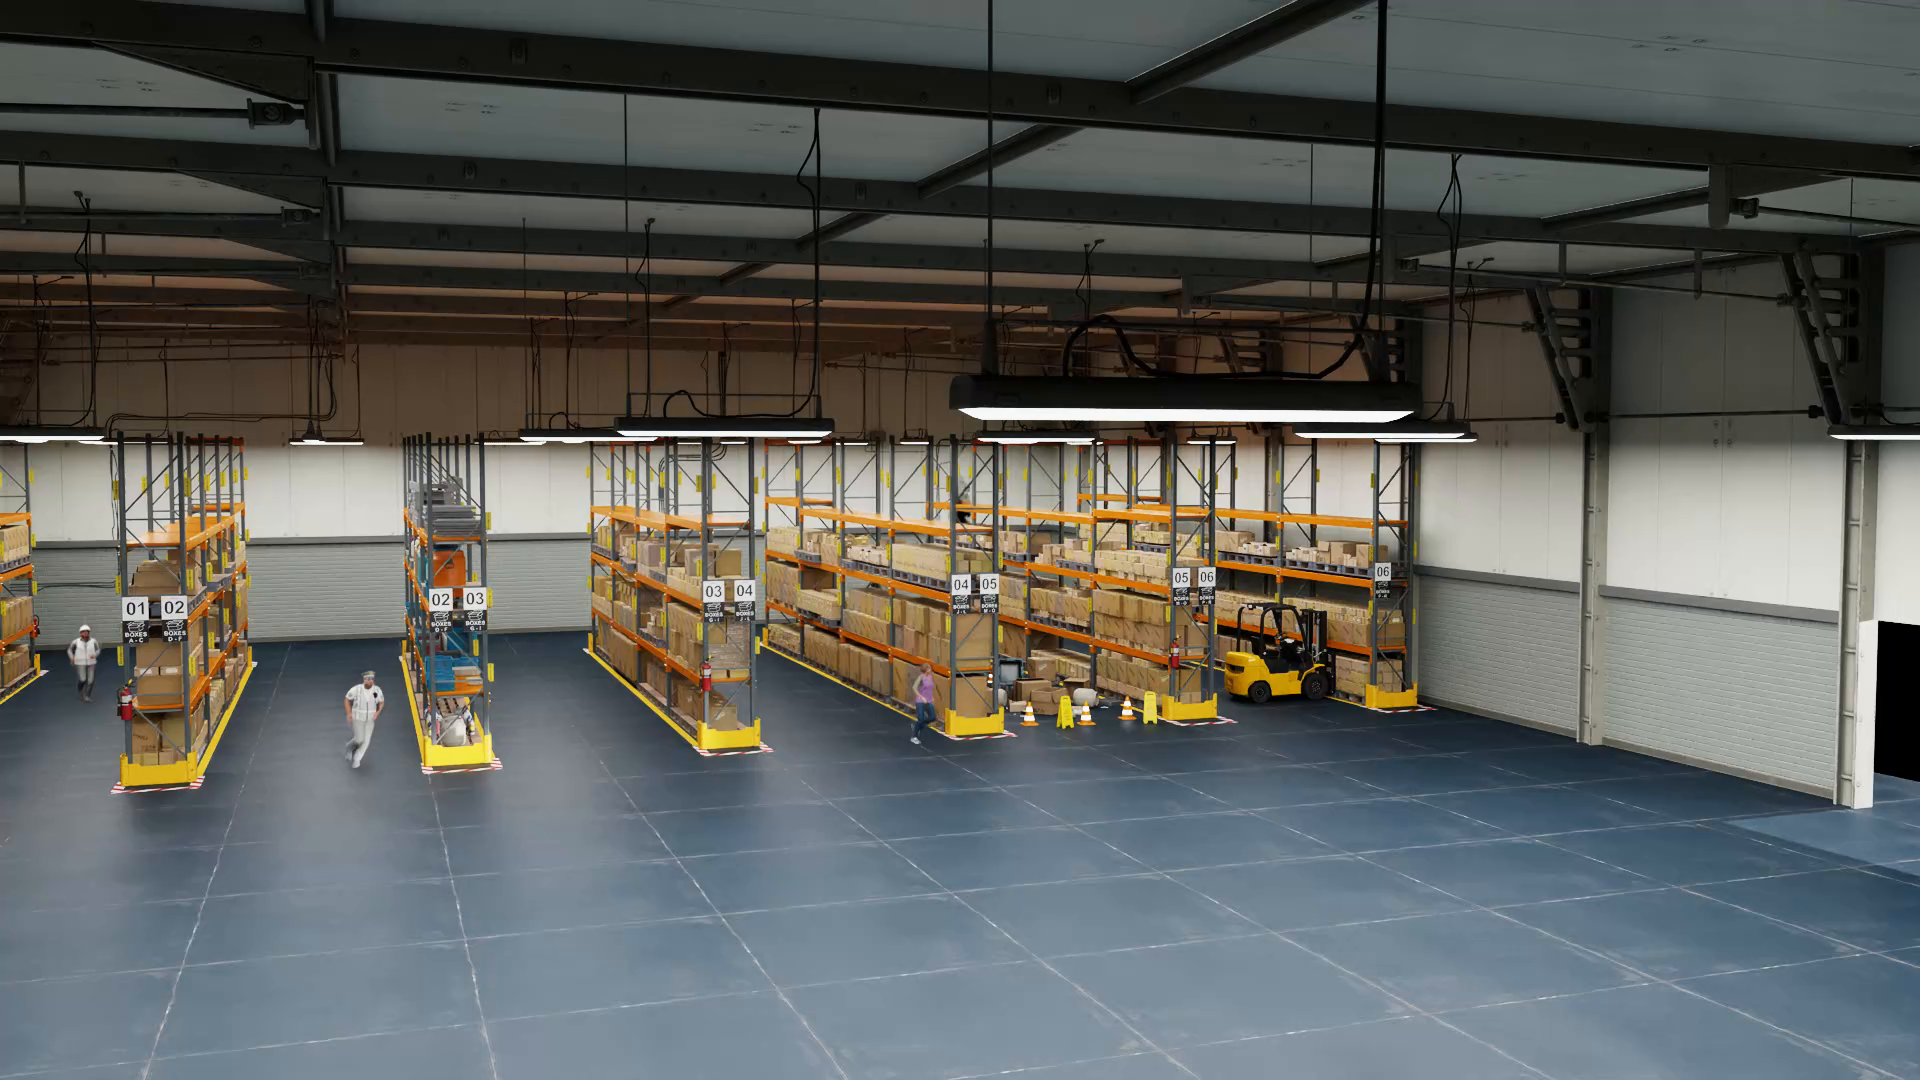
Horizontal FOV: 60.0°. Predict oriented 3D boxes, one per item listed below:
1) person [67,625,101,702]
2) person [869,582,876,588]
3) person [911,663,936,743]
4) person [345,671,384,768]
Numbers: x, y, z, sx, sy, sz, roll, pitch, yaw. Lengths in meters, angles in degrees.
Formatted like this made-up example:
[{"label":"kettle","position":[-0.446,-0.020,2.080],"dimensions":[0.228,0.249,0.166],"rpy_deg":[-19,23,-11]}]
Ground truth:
[{"label":"person","position":[-19.604,2.783,37.272],"dimensions":[0.644,1.730,0.591],"rpy_deg":[-2,4,-36]},{"label":"person","position":[-2.496,1.984,47.039],"dimensions":[0.565,1.702,0.905],"rpy_deg":[-2,4,-30]},{"label":"person","position":[-0.666,3.169,32.326],"dimensions":[0.465,1.530,0.604],"rpy_deg":[3,4,44]},{"label":"person","position":[-10.732,3.217,30.024],"dimensions":[0.643,1.731,0.600],"rpy_deg":[-3,4,-38]}]
